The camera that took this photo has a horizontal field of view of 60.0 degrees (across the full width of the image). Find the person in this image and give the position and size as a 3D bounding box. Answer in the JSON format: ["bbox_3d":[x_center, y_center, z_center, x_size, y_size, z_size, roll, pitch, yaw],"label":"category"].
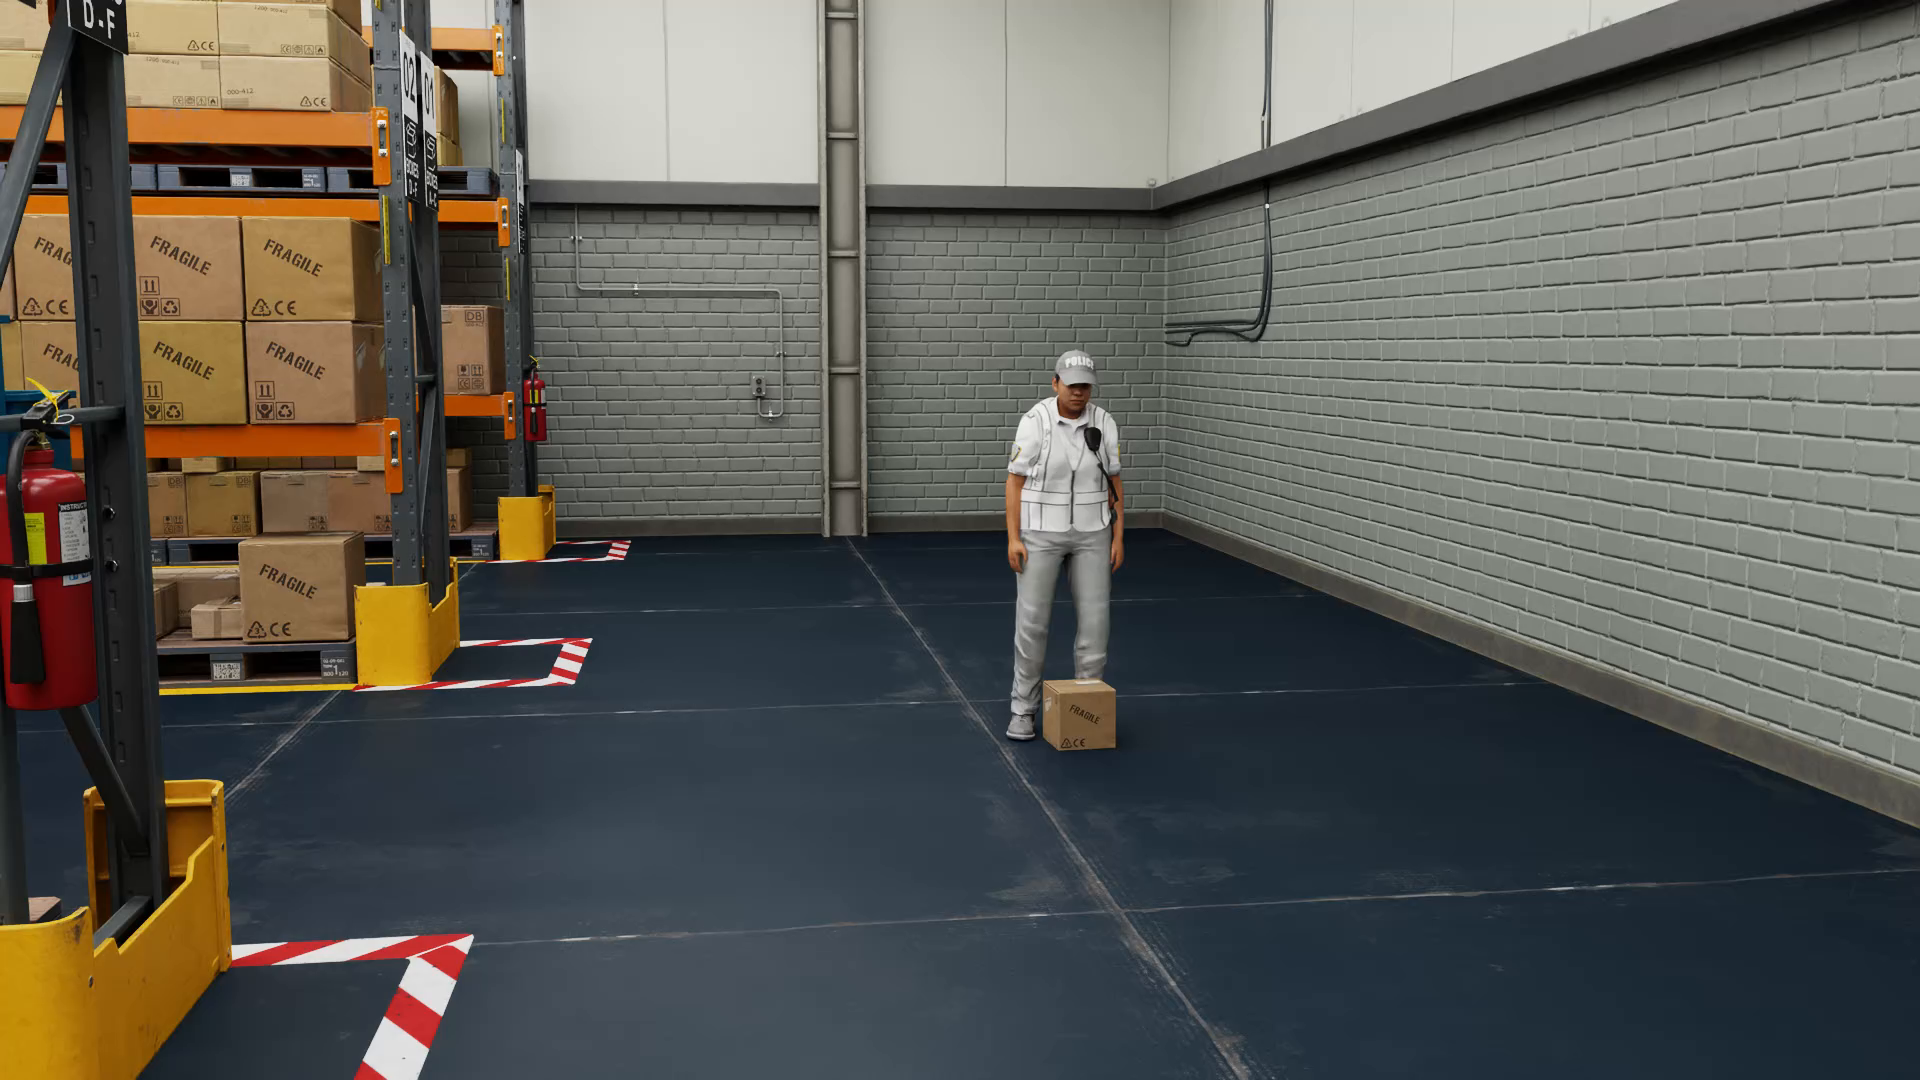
[{"bbox_3d":[0.455,0.013,7.199,0.537,1.666,0.468,-1,7,-8],"label":"person"}]
